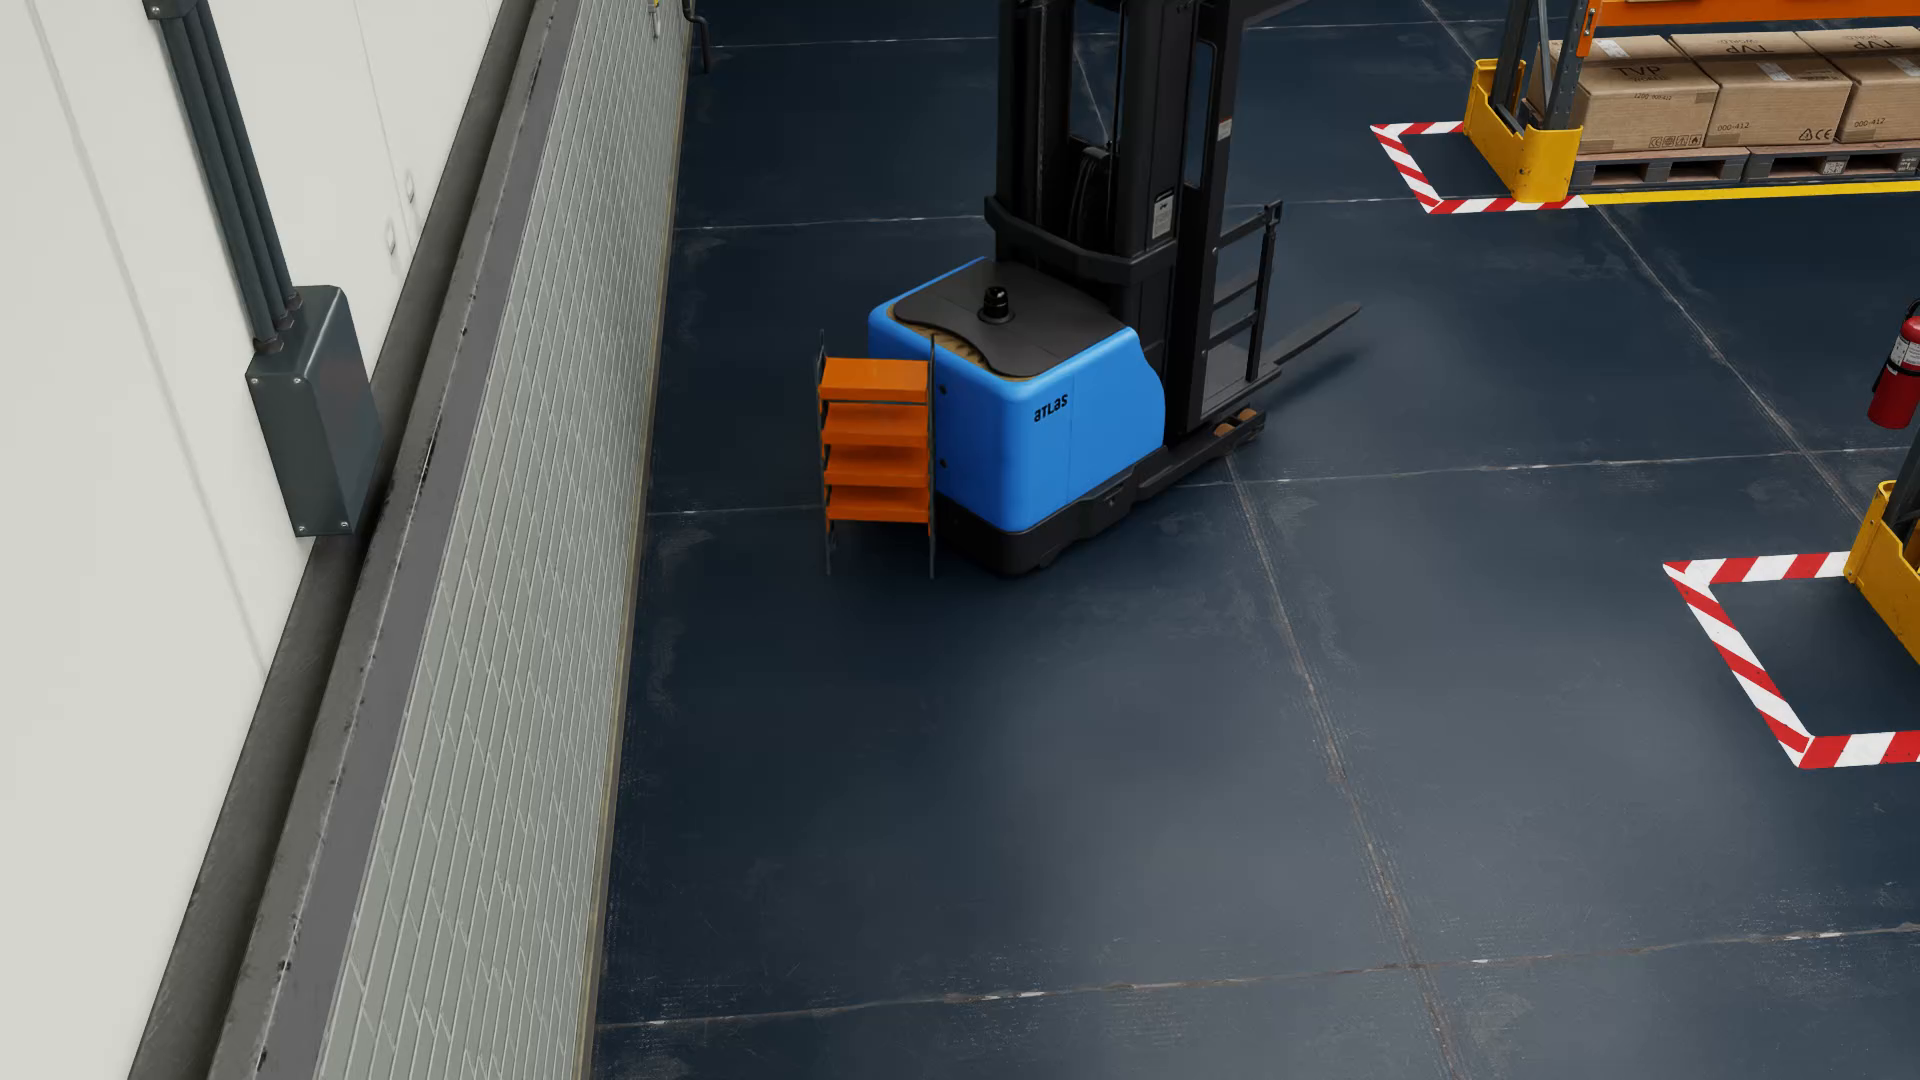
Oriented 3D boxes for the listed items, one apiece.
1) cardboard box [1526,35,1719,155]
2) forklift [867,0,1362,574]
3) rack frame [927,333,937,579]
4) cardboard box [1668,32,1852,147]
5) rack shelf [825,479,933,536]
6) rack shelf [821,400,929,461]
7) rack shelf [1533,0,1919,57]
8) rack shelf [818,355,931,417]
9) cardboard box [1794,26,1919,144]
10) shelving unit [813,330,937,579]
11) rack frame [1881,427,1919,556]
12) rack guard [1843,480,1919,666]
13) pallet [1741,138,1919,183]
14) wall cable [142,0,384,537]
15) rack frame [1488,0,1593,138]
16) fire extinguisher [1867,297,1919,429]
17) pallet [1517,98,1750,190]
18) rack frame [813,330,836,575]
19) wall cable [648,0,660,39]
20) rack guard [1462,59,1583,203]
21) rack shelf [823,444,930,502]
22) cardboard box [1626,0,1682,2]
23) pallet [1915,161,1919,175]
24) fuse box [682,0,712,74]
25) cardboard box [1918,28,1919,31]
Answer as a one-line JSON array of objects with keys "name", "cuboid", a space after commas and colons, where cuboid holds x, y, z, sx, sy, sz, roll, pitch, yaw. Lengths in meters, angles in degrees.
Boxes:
[{"name": "cardboard box", "cuboid": [4.431, -3.001, 11.183, 0.875, 0.438, 0.875, -4, 38, -6]}, {"name": "forklift", "cuboid": [0.960, -1.795, 7.980, 3.031, 2.935, 1.130, -31, 48, -33]}, {"name": "rack frame", "cuboid": [-0.126, -0.361, 7.561, 0.015, 1.200, 0.240, 2, 38, 3]}, {"name": "cardboard box", "cuboid": [5.342, -3.056, 11.253, 0.875, 0.438, 0.875, -2, 38, -3]}, {"name": "rack shelf", "cuboid": [-0.370, -0.162, 7.737, 0.480, 0.148, 0.258, 2, 38, 3]}, {"name": "rack shelf", "cuboid": [-0.370, -0.493, 7.476, 0.480, 0.148, 0.258, 2, 38, 3]}, {"name": "rack shelf", "cuboid": [5.775, -3.571, 10.757, 4.000, 0.370, 1.077, -3, 38, -4]}, {"name": "rack shelf", "cuboid": [-0.370, -0.679, 7.329, 0.480, 0.148, 0.258, 2, 38, 3]}, {"name": "cardboard box", "cuboid": [6.240, -3.104, 11.314, 0.875, 0.438, 0.875, -4, 38, -5]}, {"name": "shelving unit", "cuboid": [-0.370, -0.370, 7.573, 0.503, 1.200, 0.258, 2, 38, 3]}, {"name": "rack frame", "cuboid": [4.322, -0.695, 6.531, 0.127, 3.000, 1.000, -3, 38, -4]}, {"name": "rack guard", "cuboid": [4.397, 0.282, 7.311, 0.348, 0.500, 1.175, -3, 38, -4]}, {"name": "pallet", "cuboid": [5.784, -2.806, 11.458, 1.213, 0.211, 1.003, -3, 38, -4]}, {"name": "wall cable", "cuboid": [-1.277, -3.064, 2.093, 0.120, 5.999, 2.277, -3, 38, -4]}, {"name": "rack frame", "cuboid": [3.782, -3.744, 10.395, 0.127, 3.000, 1.000, -3, 38, -4]}, {"name": "fire extinguisher", "cuboid": [4.030, -0.789, 7.014, 0.183, 0.674, 0.296, -3, 38, -4]}, {"name": "pallet", "cuboid": [4.572, -2.741, 11.376, 1.213, 0.211, 1.003, -3, 38, -4]}, {"name": "rack frame", "cuboid": [-0.613, -0.379, 7.584, 0.015, 1.200, 0.240, 2, 38, 3]}, {"name": "wall cable", "cuboid": [-1.832, -3.831, 9.660, 0.123, 1.953, 0.585, -3, 38, -4]}, {"name": "rack guard", "cuboid": [3.759, -2.761, 11.168, 0.348, 0.500, 1.175, -3, 38, -4]}, {"name": "rack shelf", "cuboid": [-0.370, -0.317, 7.614, 0.480, 0.148, 0.258, 2, 38, 3]}, {"name": "cardboard box", "cuboid": [4.286, -3.632, 10.173, 0.500, 0.500, 0.500, -3, 38, -4]}, {"name": "pallet", "cuboid": [7.002, -2.875, 11.545, 1.213, 0.211, 1.003, -3, 38, -4]}, {"name": "fuse box", "cuboid": [-1.873, -4.218, 12.037, 0.414, 1.711, 0.539, -3, 38, -4]}, {"name": "cardboard box", "cuboid": [7.132, -3.154, 11.377, 0.875, 0.438, 0.875, -4, 38, -5]}]
